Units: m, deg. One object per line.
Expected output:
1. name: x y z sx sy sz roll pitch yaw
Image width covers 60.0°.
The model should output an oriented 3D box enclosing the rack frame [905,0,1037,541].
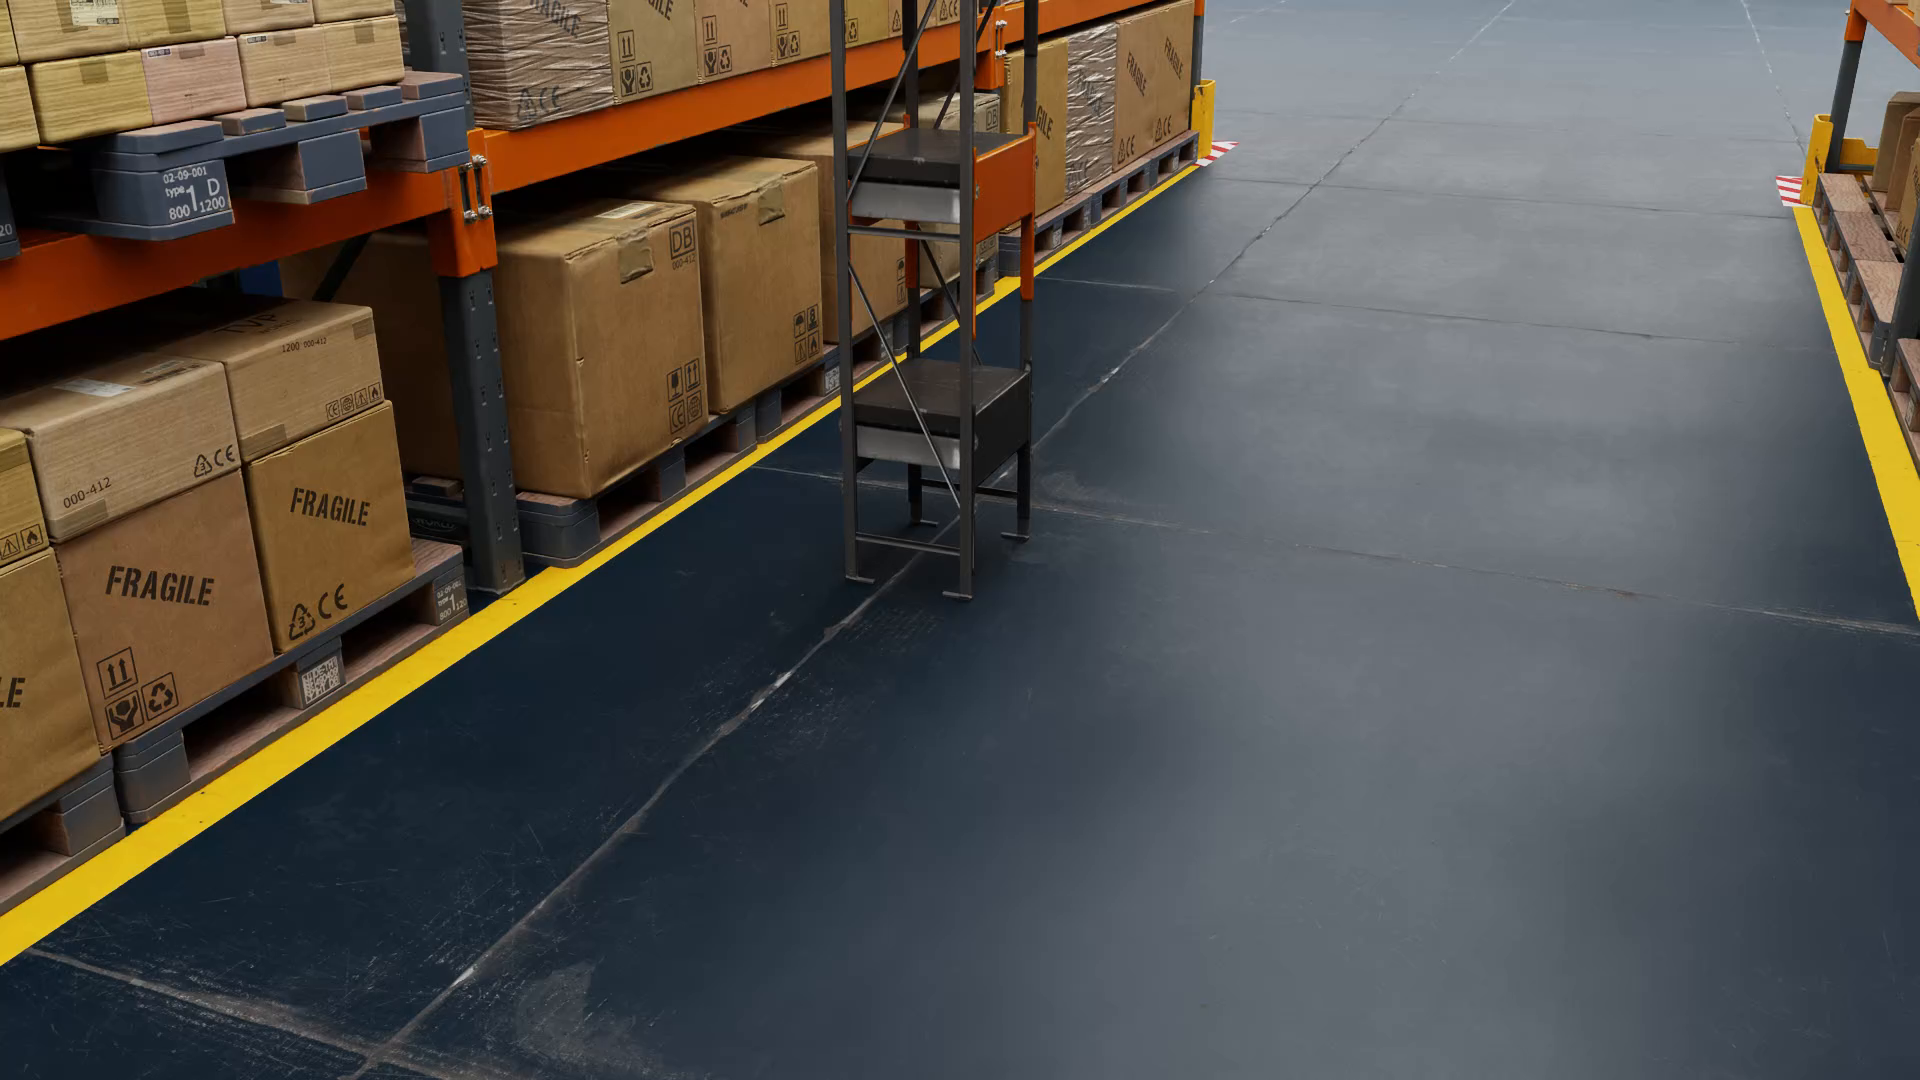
1. rack frame: 0.029 -0.997 4.913 0.400 2.100 0.015 9 24 20

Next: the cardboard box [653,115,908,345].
1. cardboard box: -0.801 -1.315 6.881 1.050 0.750 0.750 9 24 20

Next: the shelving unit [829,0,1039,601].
1. shelving unit: -0.061 -0.910 4.703 0.431 2.100 0.503 9 24 20

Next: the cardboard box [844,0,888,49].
1. cardboard box: -0.613 -2.199 6.492 0.500 0.500 0.500 9 24 21

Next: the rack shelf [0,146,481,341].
1. rack shelf: -2.520 -0.260 2.914 1.077 0.370 4.000 9 24 20

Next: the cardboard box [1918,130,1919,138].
1. cardboard box: 5.074 -1.804 8.374 0.500 0.500 0.500 11 25 25

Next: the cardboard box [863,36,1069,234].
1. cardboard box: 0.007 -2.168 8.759 0.875 0.875 0.875 9 24 21

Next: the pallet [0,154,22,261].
1. pallet: -2.475 -0.505 2.816 1.003 0.211 1.213 9 24 20

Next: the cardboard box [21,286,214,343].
1. cardboard box: -2.258 -0.482 4.238 0.500 0.250 0.500 8 24 18

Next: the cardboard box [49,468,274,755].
1. cardboard box: -1.976 0.110 3.793 0.500 0.500 0.500 10 25 22

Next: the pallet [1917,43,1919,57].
1. pallet: 3.857 -1.652 5.561 1.003 0.211 1.213 9 24 20

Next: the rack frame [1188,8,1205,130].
1. rack frame: 1.194 -4.171 11.343 1.000 3.000 0.127 9 24 20

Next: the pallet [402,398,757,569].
1. pallet: -1.415 -0.292 5.676 1.003 0.211 1.213 9 24 20

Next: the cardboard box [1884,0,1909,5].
1. cardboard box: 4.787 -2.718 8.190 0.380 0.149 0.250 9 24 20

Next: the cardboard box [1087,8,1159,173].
1. cardboard box: 0.679 -2.817 10.313 0.875 0.875 0.875 8 24 19

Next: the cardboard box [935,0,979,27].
1. cardboard box: -0.237 -2.560 7.358 0.500 0.500 0.500 9 24 20

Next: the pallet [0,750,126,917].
1. pallet: -2.524 0.693 3.316 1.003 0.211 1.213 9 24 20

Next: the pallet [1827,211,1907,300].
1. pallet: 4.944 -1.390 8.303 1.003 0.211 1.213 9 24 20

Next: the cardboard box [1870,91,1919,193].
1. cardboard box: 5.514 -2.244 9.428 0.500 0.500 0.500 14 26 30

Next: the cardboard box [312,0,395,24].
1. cardboard box: -1.538 -1.281 3.820 0.380 0.149 0.250 9 24 21

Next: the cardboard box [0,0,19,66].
1. cardboard box: -1.919 -0.912 2.938 0.380 0.149 0.250 9 24 20

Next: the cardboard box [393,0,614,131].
1. cardboard box: -1.360 -1.476 4.762 0.500 0.500 0.500 9 24 21

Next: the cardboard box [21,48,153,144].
1. cardboard box: -1.819 -0.874 3.232 0.380 0.149 0.250 8 24 19

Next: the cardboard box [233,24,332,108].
1. cardboard box: -1.628 -1.055 3.664 0.380 0.149 0.250 9 24 20

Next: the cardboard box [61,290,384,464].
1. cardboard box: -1.788 -0.412 4.070 0.500 0.250 0.500 8 24 19

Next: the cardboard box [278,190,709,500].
1. cardboard box: -1.468 -0.669 5.333 1.050 0.750 0.750 8 24 19

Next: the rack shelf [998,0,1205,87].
1. rack shelf: 0.451 -3.123 9.768 1.077 0.370 4.000 9 24 20

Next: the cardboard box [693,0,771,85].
1. cardboard box: -0.986 -1.839 5.630 0.500 0.500 0.500 9 24 20

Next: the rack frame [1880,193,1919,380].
1. rack frame: 4.276 -1.993 6.129 1.000 3.000 0.127 9 24 20

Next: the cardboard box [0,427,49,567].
1. cardboard box: -2.169 -0.050 3.203 0.500 0.250 0.500 9 24 21

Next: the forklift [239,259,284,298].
1. forklift: -2.870 -2.403 7.200 1.130 2.935 3.031 8 24 18

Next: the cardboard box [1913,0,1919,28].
1. cardboard box: 4.322 -2.270 7.120 0.380 0.149 0.250 9 24 20

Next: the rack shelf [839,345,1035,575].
1. rack shelf: -0.061 -0.251 4.979 0.431 0.518 0.480 9 24 20

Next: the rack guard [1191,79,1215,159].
1. rack guard: 1.203 -3.026 11.845 1.175 0.500 0.348 9 24 20

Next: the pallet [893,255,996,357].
1. pallet: -0.508 -1.166 7.767 1.003 0.211 1.213 9 24 20

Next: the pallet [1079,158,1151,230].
1. pallet: 0.515 -2.151 10.127 1.003 0.211 1.213 9 24 20

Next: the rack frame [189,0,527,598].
1. rack frame: -1.778 -1.308 4.489 1.000 3.000 0.127 9 24 20

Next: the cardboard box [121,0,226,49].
1. cardboard box: -1.731 -1.091 3.364 0.380 0.149 0.250 9 24 21
